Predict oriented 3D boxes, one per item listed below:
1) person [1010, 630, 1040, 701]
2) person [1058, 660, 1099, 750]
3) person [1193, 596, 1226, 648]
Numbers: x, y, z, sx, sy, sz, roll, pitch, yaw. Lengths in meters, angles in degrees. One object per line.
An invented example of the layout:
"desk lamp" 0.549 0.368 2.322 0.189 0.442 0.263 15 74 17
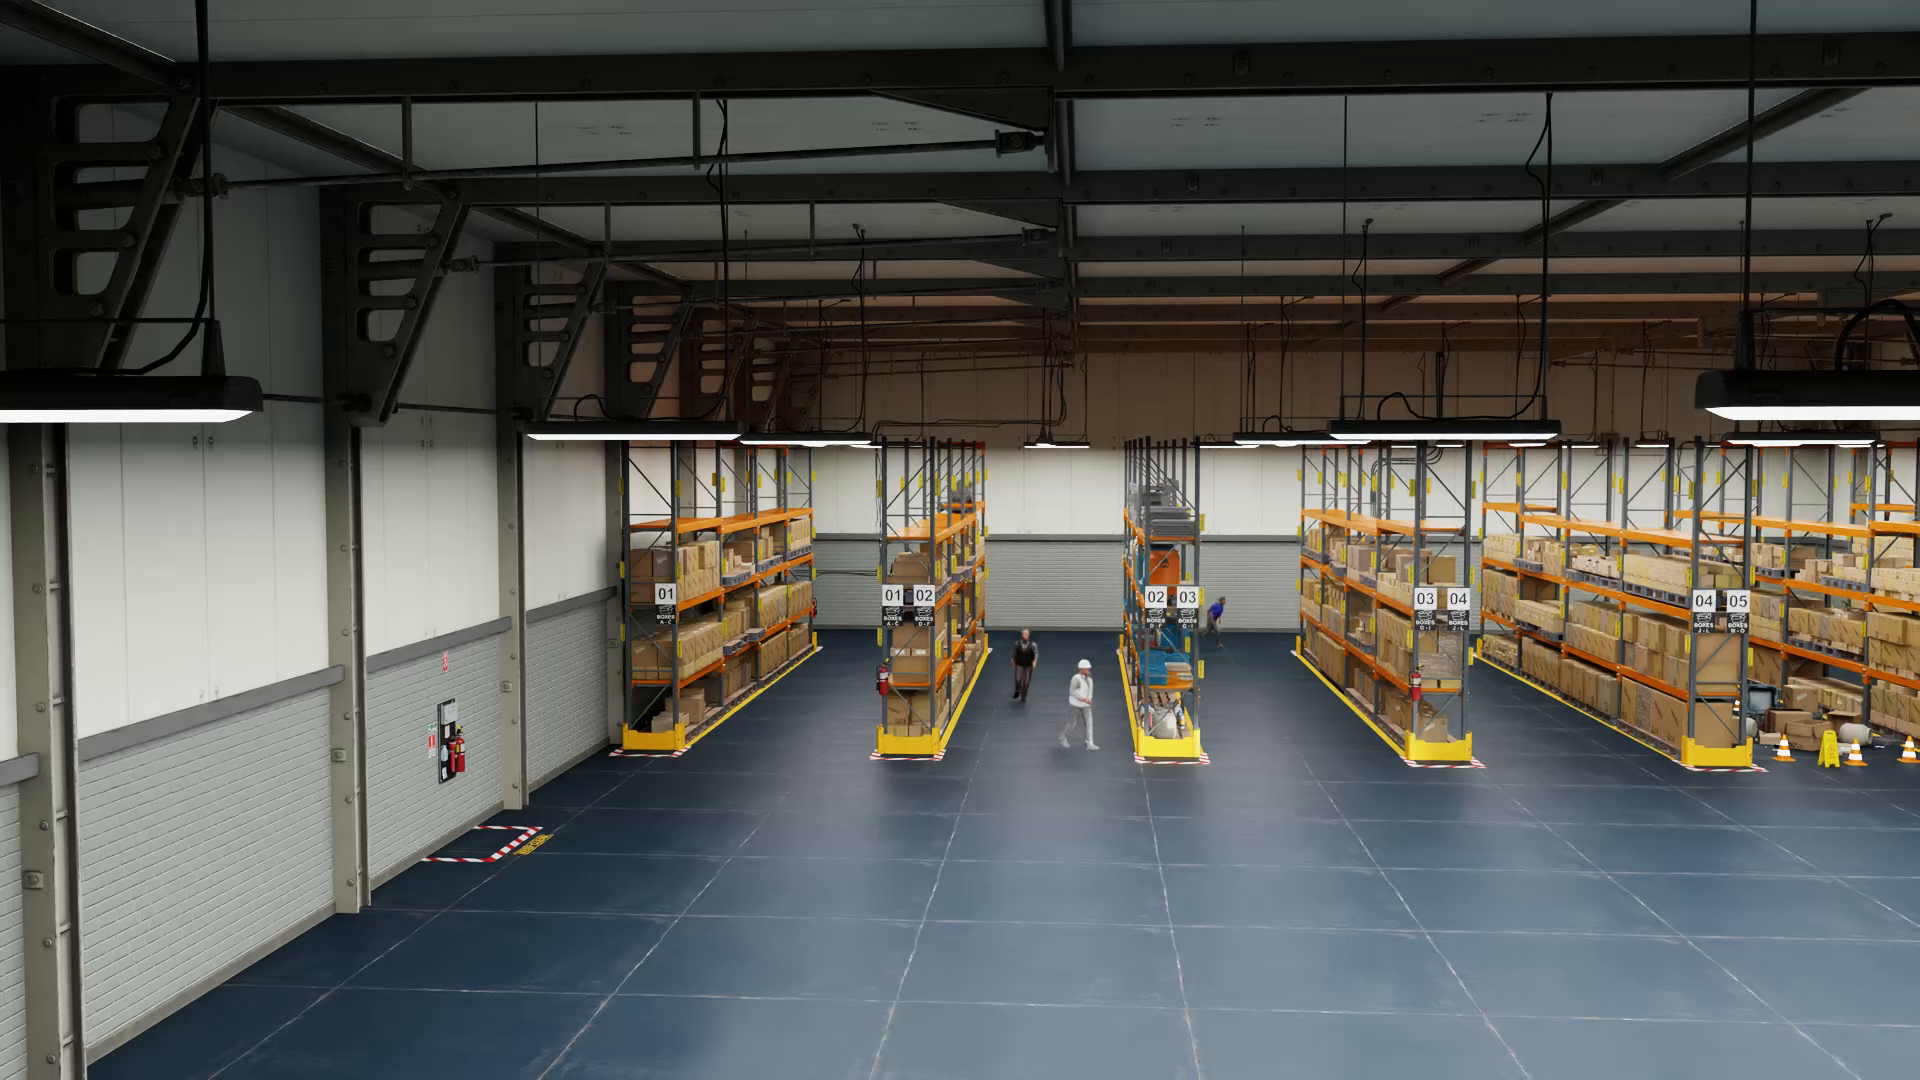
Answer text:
"person" 1.473 2.857 37.772 0.666 1.662 0.778 0 3 2
"person" 2.258 3.125 31.667 0.621 1.736 0.979 -2 4 -38
"person" 7.289 2.379 48.529 0.992 1.499 0.573 2 4 35
